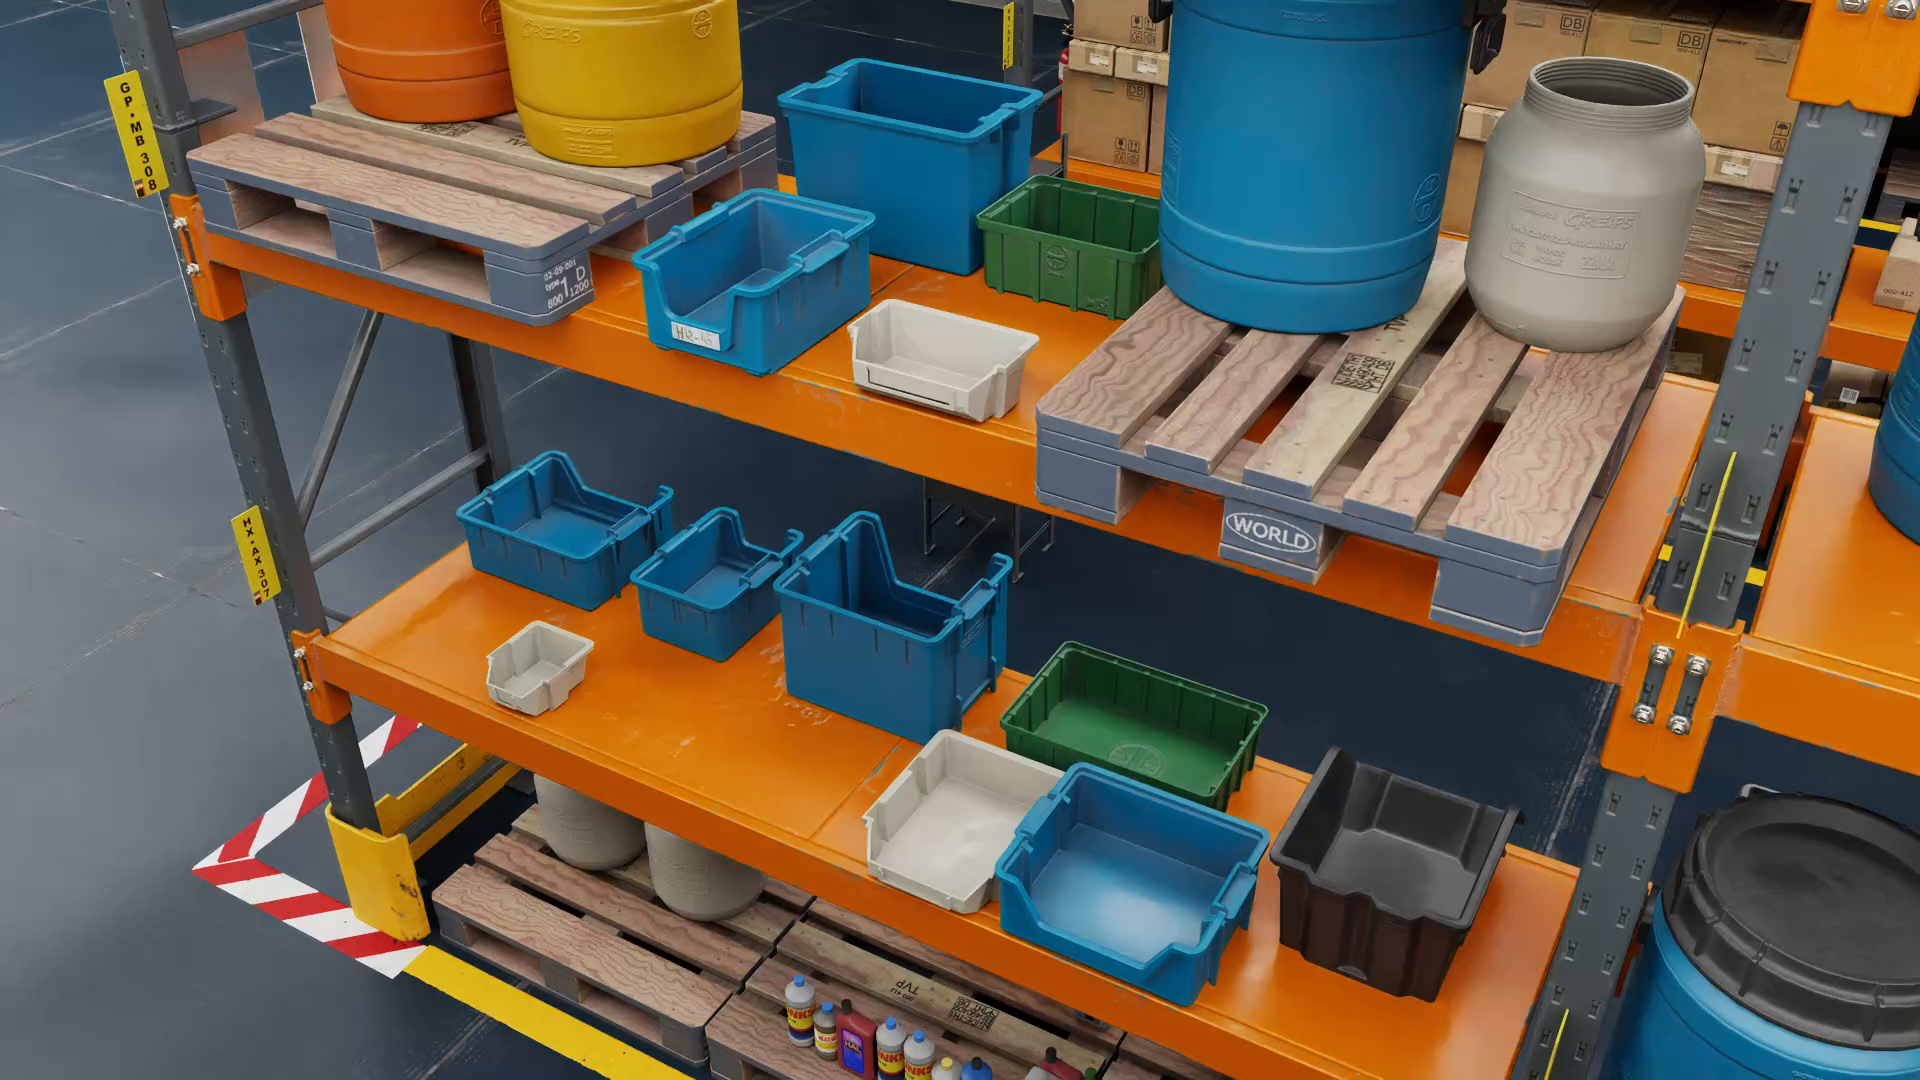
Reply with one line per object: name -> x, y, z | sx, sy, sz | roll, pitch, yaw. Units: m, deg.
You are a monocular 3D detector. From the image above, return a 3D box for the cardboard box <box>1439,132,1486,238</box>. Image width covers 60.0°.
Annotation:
cardboard box -> 2.721, -1.822, 8.190 | 0.500, 0.500, 0.700 | 18, 38, 25

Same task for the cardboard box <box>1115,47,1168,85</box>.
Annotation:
cardboard box -> 0.996, -2.509, 8.636 | 0.250, 0.149, 0.380 | 17, 37, 23

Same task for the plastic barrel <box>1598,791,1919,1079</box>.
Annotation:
plastic barrel -> 1.728, 1.046, 3.521 | 0.708, 0.901, 0.600 | 18, 37, 24

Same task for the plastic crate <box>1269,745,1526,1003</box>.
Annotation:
plastic crate -> 1.152, 0.823, 4.363 | 0.504, 0.338, 0.767 | 18, 37, 24

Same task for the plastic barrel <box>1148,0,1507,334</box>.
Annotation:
plastic barrel -> 0.732, -0.955, 3.440 | 0.708, 0.901, 0.600 | 18, 37, 24

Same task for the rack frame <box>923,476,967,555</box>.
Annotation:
rack frame -> -0.068, -0.896, 7.700 | 0.015, 2.100, 0.400 | 18, 37, 24

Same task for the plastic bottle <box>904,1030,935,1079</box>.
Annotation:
plastic bottle -> -0.126, 1.625, 5.167 | 0.097, 0.271, 0.097 | 0, 34, 0

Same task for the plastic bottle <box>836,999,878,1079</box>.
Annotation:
plastic bottle -> -0.323, 1.570, 5.240 | 0.133, 0.283, 0.061 | 18, 38, 25

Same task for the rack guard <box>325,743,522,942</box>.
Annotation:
rack guard -> -1.840, 0.941, 6.385 | 0.348, 0.500, 1.175 | 18, 37, 24

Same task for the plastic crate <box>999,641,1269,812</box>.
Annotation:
plastic crate -> 0.505, 0.582, 4.861 | 0.662, 0.188, 0.450 | 18, 37, 24

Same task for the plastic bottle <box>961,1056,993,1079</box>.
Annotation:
plastic bottle -> 0.050, 1.681, 5.084 | 0.097, 0.271, 0.097 | 0, 34, 0

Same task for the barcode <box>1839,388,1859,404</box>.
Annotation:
barcode -> 4.019, -0.652, 7.515 | 0.075, 0.075, 0.001 | 18, 37, 24

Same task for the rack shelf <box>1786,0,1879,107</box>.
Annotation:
rack shelf -> -0.193, -1.579, 3.512 | 4.000, 0.370, 1.077 | 18, 37, 24

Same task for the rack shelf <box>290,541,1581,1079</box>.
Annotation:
rack shelf -> -0.193, 0.752, 5.063 | 4.000, 0.370, 1.077 | 18, 37, 24

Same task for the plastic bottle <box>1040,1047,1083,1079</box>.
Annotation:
plastic bottle -> 0.307, 1.672, 5.087 | 0.133, 0.283, 0.061 | 18, 37, 24

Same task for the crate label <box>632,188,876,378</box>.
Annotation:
crate label -> -0.469, -0.610, 3.888 | 0.408, 0.251, 0.502 | 18, 37, 24

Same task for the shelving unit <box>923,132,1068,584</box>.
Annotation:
shelving unit -> 0.144, -0.828, 7.600 | 0.503, 2.100, 0.431 | 18, 37, 24

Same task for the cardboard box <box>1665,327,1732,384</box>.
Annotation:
cardboard box -> 3.757, -1.001, 8.472 | 0.500, 0.500, 0.500 | 18, 37, 24

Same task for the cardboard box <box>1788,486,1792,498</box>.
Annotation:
cardboard box -> 4.231, -0.180, 7.916 | 0.500, 0.250, 0.500 | 17, 37, 23

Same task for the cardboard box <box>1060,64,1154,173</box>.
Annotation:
cardboard box -> 0.930, -2.387, 9.038 | 0.500, 0.500, 0.700 | 18, 37, 24

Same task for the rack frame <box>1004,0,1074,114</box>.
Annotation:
rack frame -> 0.531, -2.480, 9.268 | 0.127, 3.000, 1.000 | 18, 37, 24

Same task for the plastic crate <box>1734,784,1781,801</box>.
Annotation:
plastic crate -> 2.115, 0.962, 4.041 | 0.583, 0.464, 0.402 | 18, 37, 24

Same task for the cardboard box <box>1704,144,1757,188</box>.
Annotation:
cardboard box -> 3.448, -1.732, 7.470 | 0.250, 0.149, 0.380 | 17, 37, 23

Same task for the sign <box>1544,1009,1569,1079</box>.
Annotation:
sign -> 1.261, 1.149, 3.568 | 0.005, 0.325, 0.100 | 18, 37, 24

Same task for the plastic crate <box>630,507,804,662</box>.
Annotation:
plastic crate -> -0.786, 0.139, 5.468 | 0.408, 0.251, 0.499 | 18, 37, 24

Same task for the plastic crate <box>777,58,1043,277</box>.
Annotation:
plastic crate -> -0.125, -0.960, 4.293 | 0.575, 0.384, 0.392 | 18, 37, 24

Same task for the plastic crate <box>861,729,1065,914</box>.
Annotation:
plastic crate -> 0.008, 0.788, 4.599 | 0.437, 0.136, 0.530 | 18, 37, 24

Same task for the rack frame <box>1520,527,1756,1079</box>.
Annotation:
rack frame -> 1.543, 1.003, 4.038 | 0.127, 3.000, 1.000 | 18, 37, 24

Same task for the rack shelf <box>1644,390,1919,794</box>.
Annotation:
rack shelf -> 3.280, 0.604, 2.580 | 4.000, 0.370, 1.077 | 18, 37, 24

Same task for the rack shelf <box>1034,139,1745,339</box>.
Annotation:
rack shelf -> 2.268, -1.631, 8.641 | 4.000, 0.370, 1.077 | 18, 37, 24

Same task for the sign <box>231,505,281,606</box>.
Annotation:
sign -> -2.206, 0.051, 5.218 | 0.005, 0.325, 0.100 | 18, 37, 24

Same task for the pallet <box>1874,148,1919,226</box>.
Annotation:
pallet -> 7.136, -2.391, 11.650 | 1.213, 0.211, 1.003 | 18, 37, 24

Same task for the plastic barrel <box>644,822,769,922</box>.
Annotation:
plastic barrel -> -0.885, 1.045, 5.840 | 0.421, 0.512, 0.421 | 0, 34, 0

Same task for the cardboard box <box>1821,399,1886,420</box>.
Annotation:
cardboard box -> 4.239, -0.410, 7.756 | 0.500, 0.311, 0.500 | 18, 38, 25

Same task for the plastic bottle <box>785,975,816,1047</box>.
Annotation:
plastic bottle -> -0.510, 1.504, 5.350 | 0.097, 0.271, 0.097 | 0, 34, 0

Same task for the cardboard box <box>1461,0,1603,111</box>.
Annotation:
cardboard box -> 2.742, -2.357, 7.823 | 0.500, 0.500, 0.700 | 18, 37, 24

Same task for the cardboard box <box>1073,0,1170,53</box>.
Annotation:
cardboard box -> 0.976, -2.913, 8.657 | 0.500, 0.500, 0.700 | 18, 38, 25

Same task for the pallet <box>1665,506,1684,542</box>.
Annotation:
pallet -> 3.335, -0.458, 8.748 | 1.213, 0.211, 1.003 | 18, 37, 24

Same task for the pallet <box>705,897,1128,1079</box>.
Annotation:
pallet -> -0.083, 1.624, 5.622 | 1.213, 0.211, 1.003 | 18, 37, 24

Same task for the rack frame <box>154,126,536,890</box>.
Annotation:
rack frame -> -1.930, -0.097, 5.690 | 0.127, 3.000, 1.000 | 18, 37, 24

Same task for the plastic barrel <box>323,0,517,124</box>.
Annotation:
plastic barrel -> -1.445, -1.627, 4.514 | 0.708, 0.830, 0.600 | 18, 37, 24

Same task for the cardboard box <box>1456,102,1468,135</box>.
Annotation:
cardboard box -> 2.328, -2.085, 7.999 | 0.250, 0.149, 0.380 | 19, 38, 26

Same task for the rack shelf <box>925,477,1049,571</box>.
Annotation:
rack shelf -> 0.144, -0.234, 7.995 | 0.480, 0.518, 0.431 | 18, 37, 24

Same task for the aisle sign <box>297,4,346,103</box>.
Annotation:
aisle sign -> -1.845, -1.342, 5.214 | 0.004, 0.787, 0.394 | 18, 37, 24

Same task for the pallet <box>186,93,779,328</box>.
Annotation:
pallet -> -1.260, -0.993, 4.499 | 1.213, 0.211, 1.003 | 18, 37, 24

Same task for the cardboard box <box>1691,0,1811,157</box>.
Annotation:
cardboard box -> 3.616, -2.081, 7.408 | 0.500, 0.500, 0.700 | 18, 38, 25
